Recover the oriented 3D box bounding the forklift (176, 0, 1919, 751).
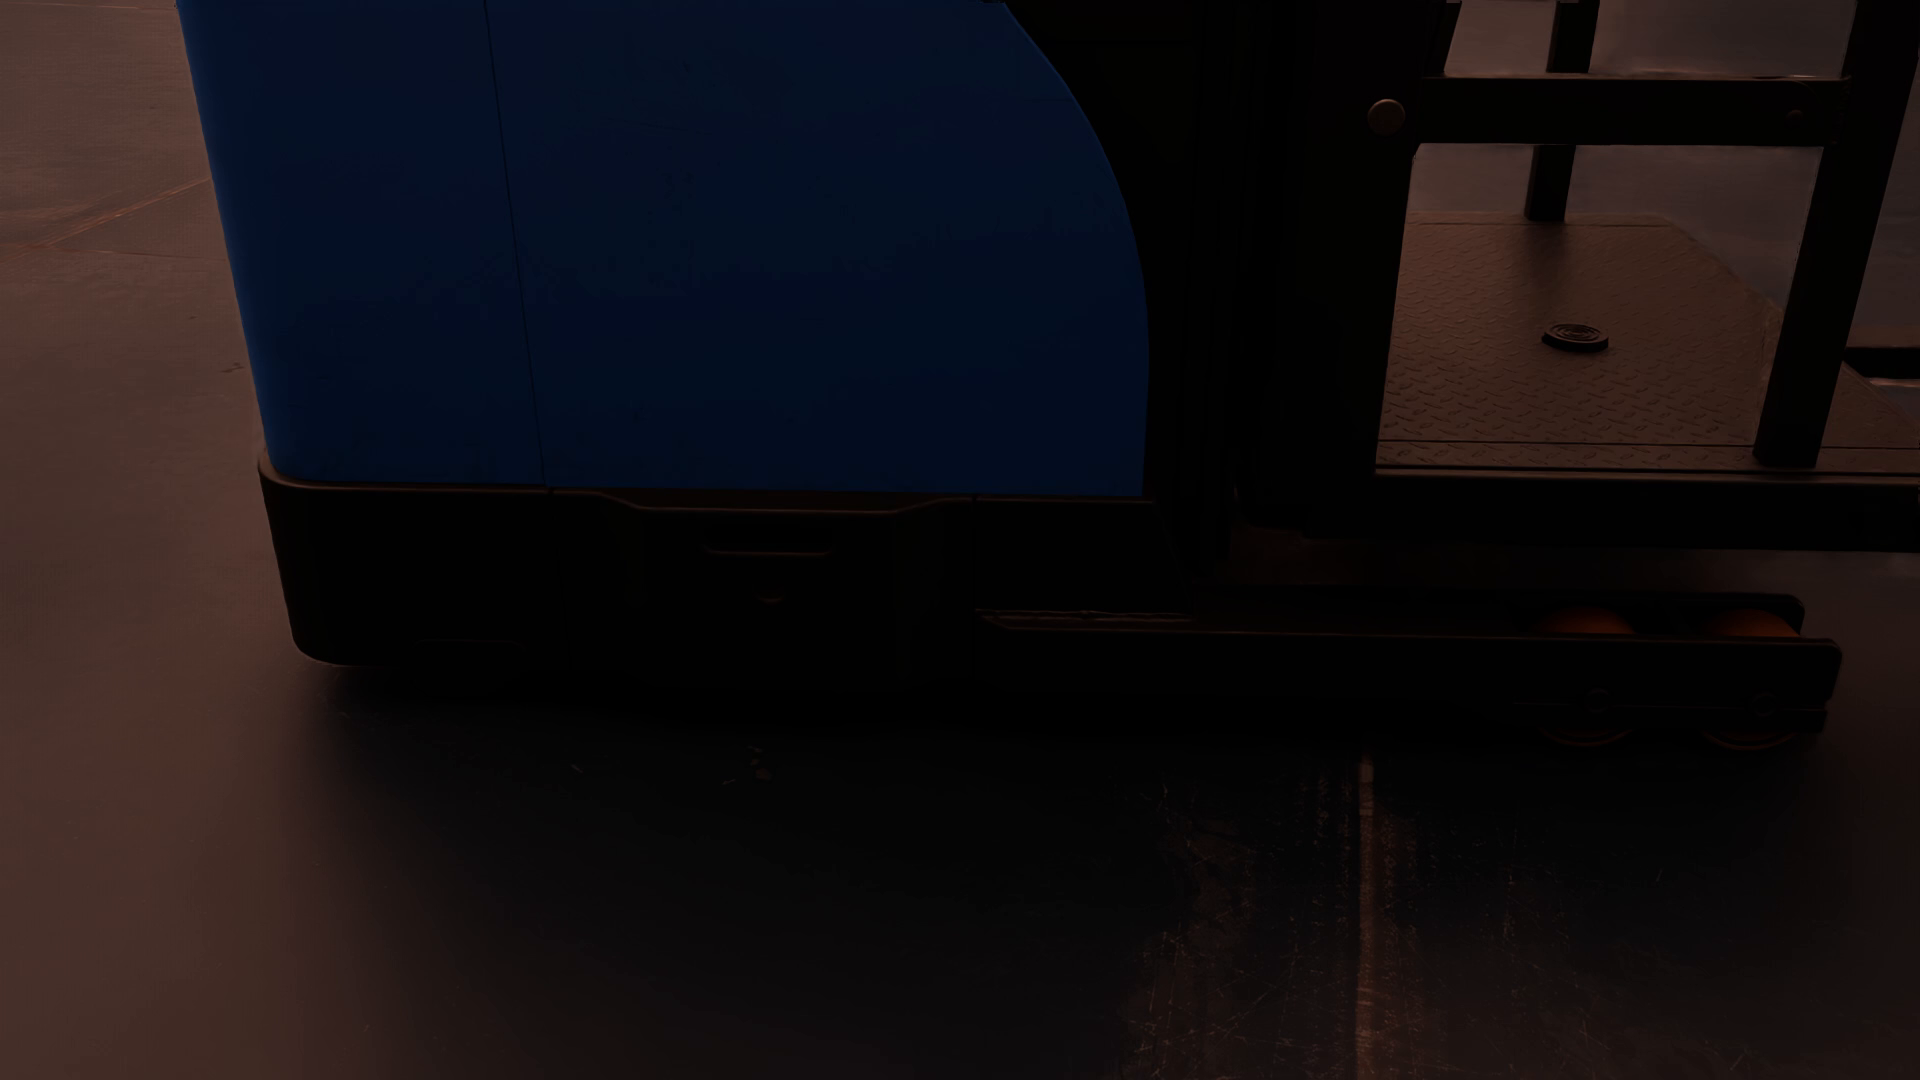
[{"bbox_3d":[0.682,-1.301,1.825,3.031,2.935,1.130,1,27,2],"label":"forklift"}]
